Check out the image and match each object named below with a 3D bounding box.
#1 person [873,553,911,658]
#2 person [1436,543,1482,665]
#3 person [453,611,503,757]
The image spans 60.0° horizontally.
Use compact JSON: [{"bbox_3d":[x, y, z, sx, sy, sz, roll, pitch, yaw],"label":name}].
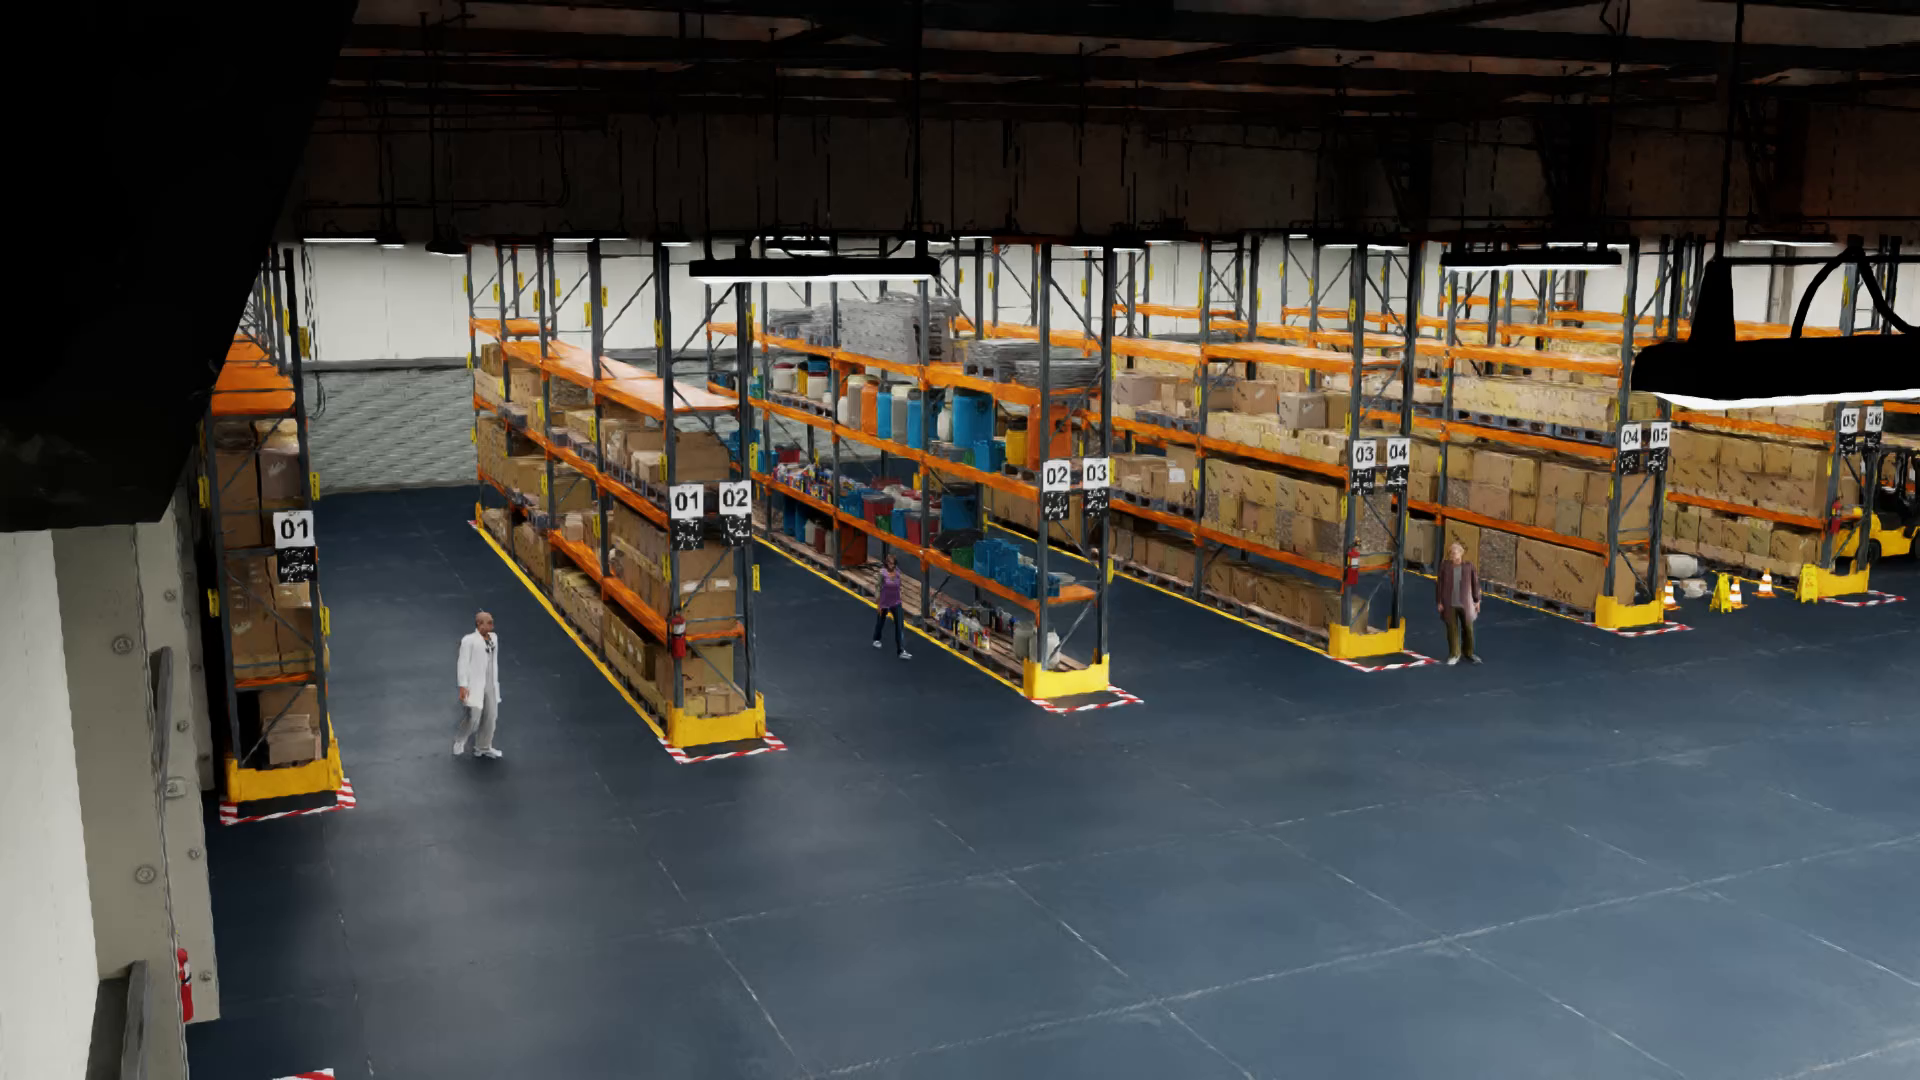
[{"bbox_3d":[-1.043,0.979,24.321,0.417,1.401,1.038,-4,12,-21],"label":"person"},{"bbox_3d":[7.174,0.994,23.855,0.695,1.582,0.470,4,12,18],"label":"person"},{"bbox_3d":[-5.742,1.710,19.716,0.597,1.757,0.617,6,13,30],"label":"person"}]
